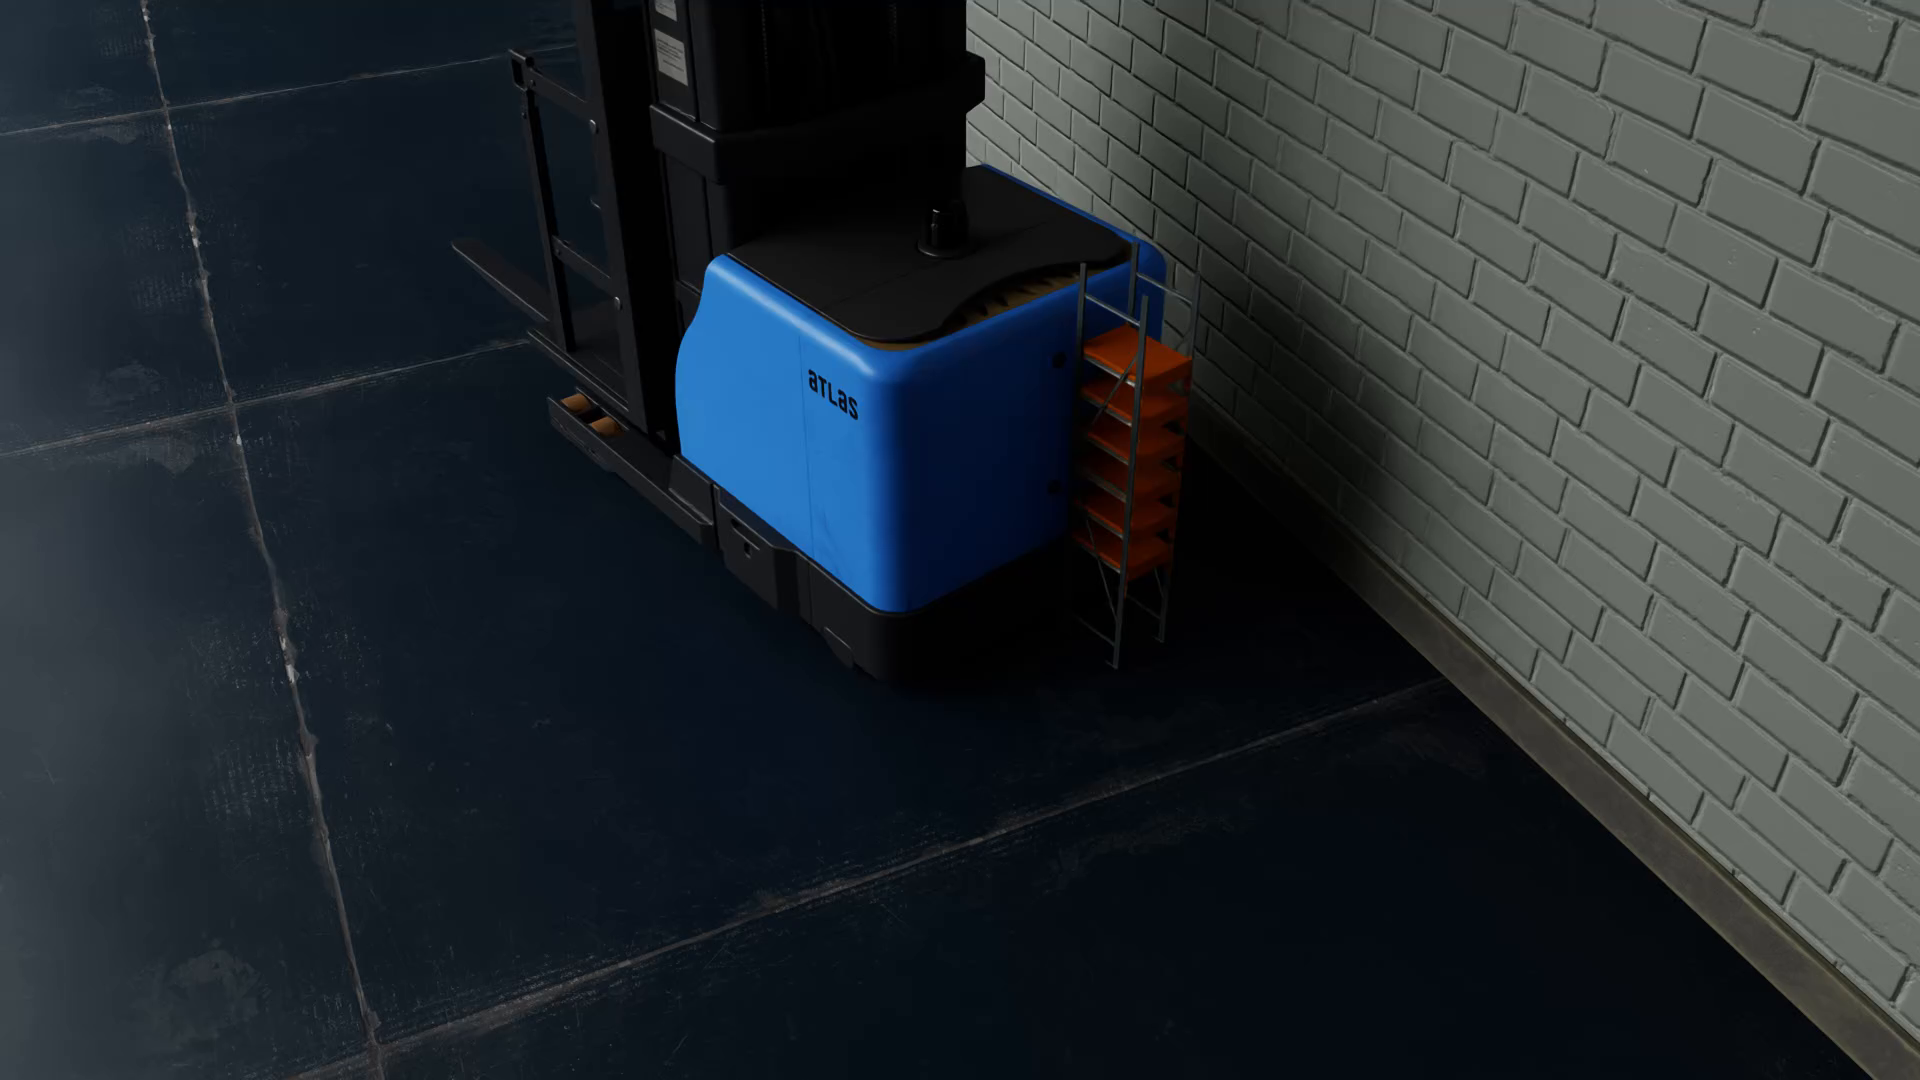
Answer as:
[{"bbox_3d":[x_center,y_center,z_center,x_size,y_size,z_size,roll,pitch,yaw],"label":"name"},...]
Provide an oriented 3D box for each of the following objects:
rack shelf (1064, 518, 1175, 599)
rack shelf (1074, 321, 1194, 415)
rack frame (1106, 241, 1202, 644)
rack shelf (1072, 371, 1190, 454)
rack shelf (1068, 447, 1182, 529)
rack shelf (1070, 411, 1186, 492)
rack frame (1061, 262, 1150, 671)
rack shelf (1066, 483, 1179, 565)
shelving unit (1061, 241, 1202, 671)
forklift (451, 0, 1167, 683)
[{"bbox_3d":[0.447,0.030,4.678,0.180,0.103,0.258,-26,44,-31],"label":"rack shelf"},{"bbox_3d":[0.450,-0.449,4.317,0.180,0.103,0.258,-26,44,-31],"label":"rack shelf"},{"bbox_3d":[0.519,-0.232,4.554,0.006,1.200,0.240,-26,44,-31],"label":"rack frame"},{"bbox_3d":[0.449,-0.354,4.389,0.180,0.103,0.258,-26,44,-31],"label":"rack shelf"},{"bbox_3d":[0.448,-0.162,4.534,0.180,0.103,0.258,-26,44,-31],"label":"rack shelf"},{"bbox_3d":[0.449,-0.258,4.461,0.180,0.103,0.258,-26,44,-31],"label":"rack shelf"},{"bbox_3d":[0.378,-0.162,4.460,0.006,1.200,0.240,-26,44,-31],"label":"rack frame"},{"bbox_3d":[0.447,-0.066,4.606,0.180,0.103,0.258,-26,44,-31],"label":"rack shelf"},{"bbox_3d":[0.448,-0.197,4.507,0.189,1.200,0.258,-26,44,-31],"label":"shelving unit"},{"bbox_3d":[-0.747,-1.590,4.933,1.130,2.935,3.031,-26,44,-31],"label":"forklift"}]
